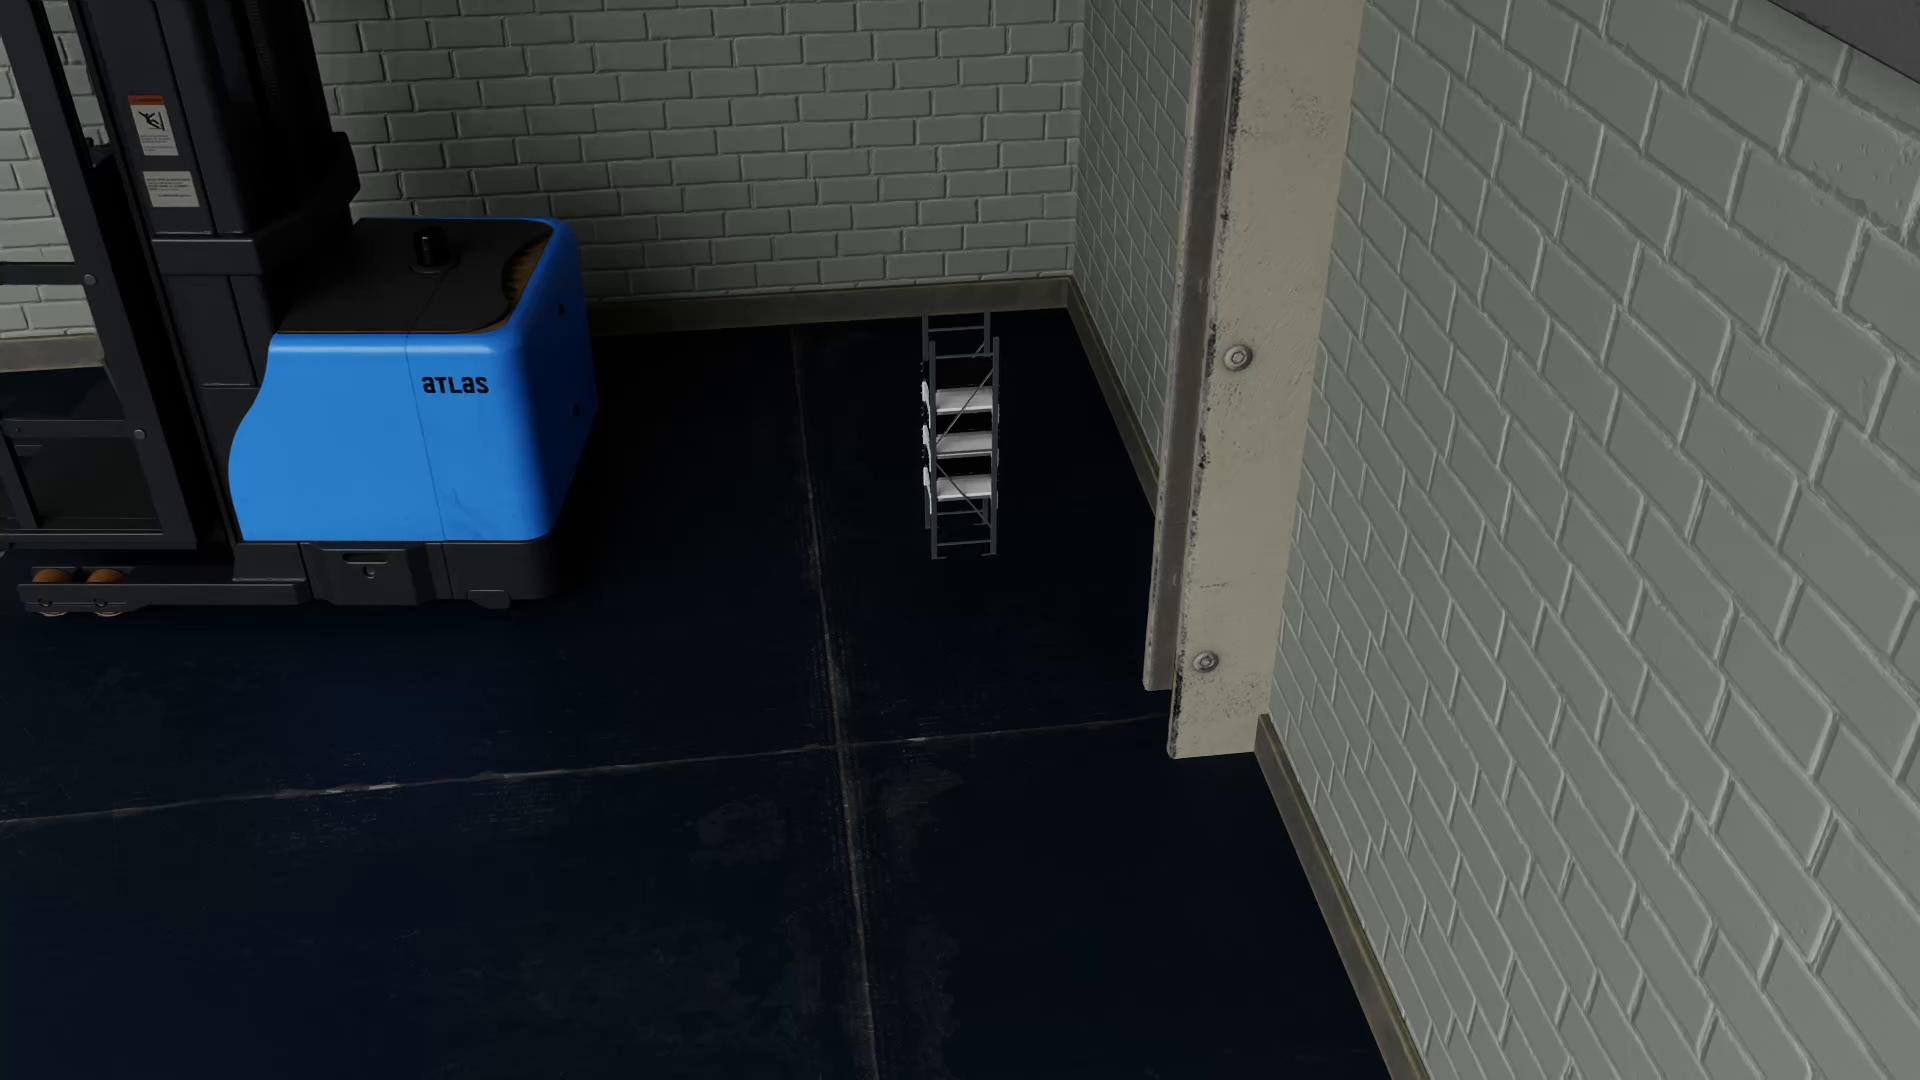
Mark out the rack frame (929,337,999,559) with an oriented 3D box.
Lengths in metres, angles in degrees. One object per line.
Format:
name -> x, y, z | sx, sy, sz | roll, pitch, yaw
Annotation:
rack frame -> 0.015, -0.311, 5.907 | 0.240, 0.900, 0.006 | -4, 35, -6

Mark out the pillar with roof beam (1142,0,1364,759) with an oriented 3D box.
pillar with roof beam -> -3.477, -2.826, 2.405 | 9.100, 9.000, 0.400 | -4, 35, -6

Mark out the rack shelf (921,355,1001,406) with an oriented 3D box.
rack shelf -> 0.001, -0.563, 5.857 | 0.258, 0.077, 0.200 | -4, 35, -6

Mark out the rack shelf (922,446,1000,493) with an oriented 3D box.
rack shelf -> 0.001, -0.265, 6.059 | 0.258, 0.077, 0.200 | -4, 35, -6

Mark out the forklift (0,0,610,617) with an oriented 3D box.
forklift -> -2.905, -1.240, 5.468 | 3.031, 2.935, 1.130 | 0, 34, 0

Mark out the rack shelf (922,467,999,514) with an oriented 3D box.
rack shelf -> 0.001, -0.191, 6.110 | 0.258, 0.077, 0.200 | -4, 35, -6

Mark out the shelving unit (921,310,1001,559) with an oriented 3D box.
shelving unit -> 0.001, -0.367, 5.990 | 0.258, 0.900, 0.210 | -4, 35, -6

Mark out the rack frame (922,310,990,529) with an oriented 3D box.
rack frame -> -0.013, -0.424, 6.073 | 0.240, 0.900, 0.006 | -4, 35, -6

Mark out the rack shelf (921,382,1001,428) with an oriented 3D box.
rack shelf -> 0.001, -0.489, 5.907 | 0.258, 0.077, 0.200 | -4, 35, -6

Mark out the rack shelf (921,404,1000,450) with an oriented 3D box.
rack shelf -> 0.001, -0.414, 5.958 | 0.258, 0.077, 0.200 | -4, 35, -6

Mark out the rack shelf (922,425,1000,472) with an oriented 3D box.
rack shelf -> 0.001, -0.340, 6.009 | 0.258, 0.077, 0.200 | -4, 35, -6
